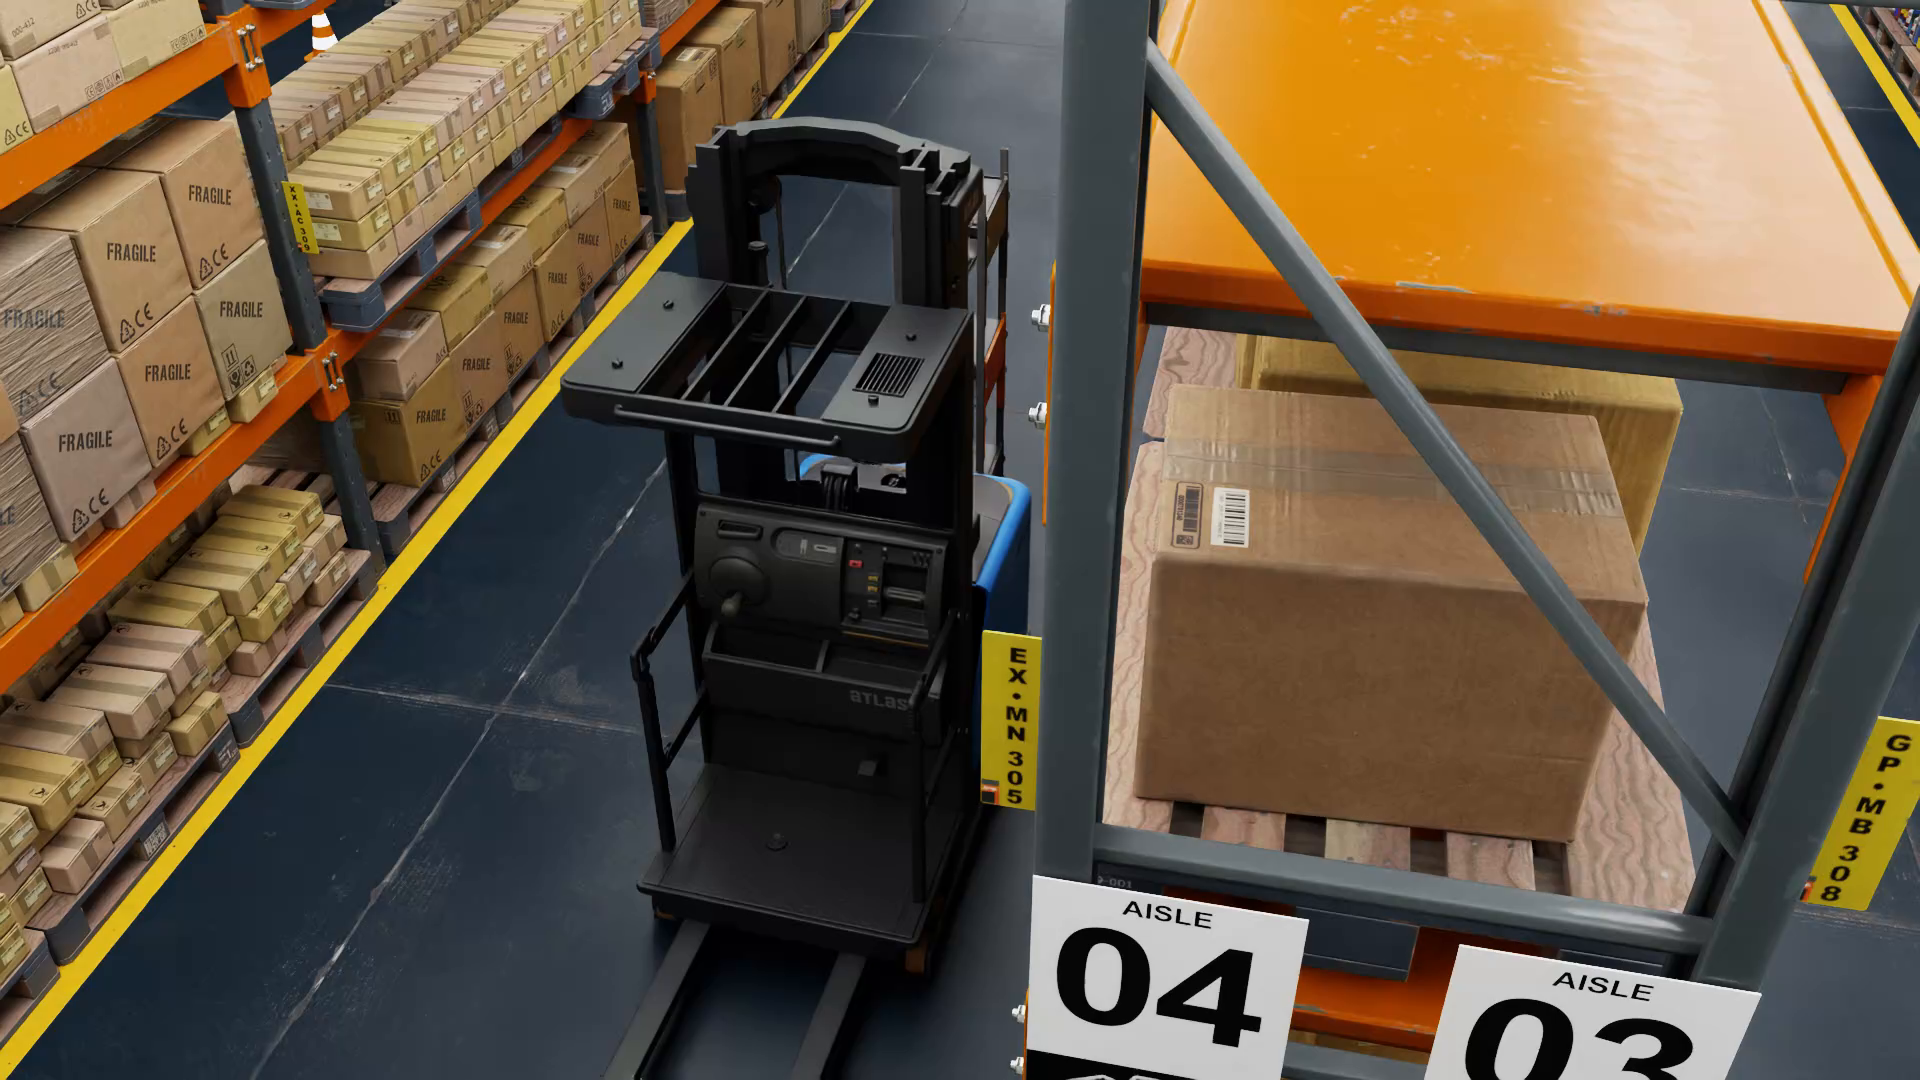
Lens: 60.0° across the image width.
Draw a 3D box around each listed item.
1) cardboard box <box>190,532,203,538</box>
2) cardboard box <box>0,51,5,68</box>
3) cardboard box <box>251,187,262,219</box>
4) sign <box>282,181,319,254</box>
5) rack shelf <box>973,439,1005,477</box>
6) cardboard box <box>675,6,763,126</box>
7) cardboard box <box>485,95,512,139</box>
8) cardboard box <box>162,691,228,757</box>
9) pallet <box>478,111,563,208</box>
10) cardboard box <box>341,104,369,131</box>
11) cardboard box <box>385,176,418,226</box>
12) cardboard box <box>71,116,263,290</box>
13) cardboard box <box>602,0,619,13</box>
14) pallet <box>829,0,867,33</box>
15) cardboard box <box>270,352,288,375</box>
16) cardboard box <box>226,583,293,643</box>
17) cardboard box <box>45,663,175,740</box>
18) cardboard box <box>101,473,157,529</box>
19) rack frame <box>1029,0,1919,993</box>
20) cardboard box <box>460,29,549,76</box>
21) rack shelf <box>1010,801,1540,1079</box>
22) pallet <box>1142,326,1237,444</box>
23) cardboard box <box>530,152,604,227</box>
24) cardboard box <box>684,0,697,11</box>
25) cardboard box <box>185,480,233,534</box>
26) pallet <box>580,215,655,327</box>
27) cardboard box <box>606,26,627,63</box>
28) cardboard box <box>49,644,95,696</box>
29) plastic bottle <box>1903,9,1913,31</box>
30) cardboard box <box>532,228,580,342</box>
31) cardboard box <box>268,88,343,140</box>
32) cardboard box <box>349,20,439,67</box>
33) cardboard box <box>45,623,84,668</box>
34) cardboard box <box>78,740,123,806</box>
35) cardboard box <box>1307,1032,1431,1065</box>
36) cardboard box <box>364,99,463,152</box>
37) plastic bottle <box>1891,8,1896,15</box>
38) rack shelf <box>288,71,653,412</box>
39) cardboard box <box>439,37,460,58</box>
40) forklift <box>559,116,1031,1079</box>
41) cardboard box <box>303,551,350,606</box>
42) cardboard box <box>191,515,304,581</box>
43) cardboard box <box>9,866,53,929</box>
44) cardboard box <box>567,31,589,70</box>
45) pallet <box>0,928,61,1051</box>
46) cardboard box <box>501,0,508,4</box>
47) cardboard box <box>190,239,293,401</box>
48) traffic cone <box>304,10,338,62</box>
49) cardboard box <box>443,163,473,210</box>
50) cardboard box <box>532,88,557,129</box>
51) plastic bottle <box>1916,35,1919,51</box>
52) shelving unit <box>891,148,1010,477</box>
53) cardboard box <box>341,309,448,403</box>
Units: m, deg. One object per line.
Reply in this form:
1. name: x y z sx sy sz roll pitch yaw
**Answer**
1. cardboard box: -3.753 -0.063 7.868 0.380 0.149 0.250 9 37 12
2. cardboard box: -3.442 -1.558 5.259 0.500 0.250 0.500 9 37 12
3. cardboard box: -3.471 -1.536 7.686 0.380 0.149 0.250 8 37 11
4. sign: -2.831 -1.381 7.132 0.100 0.325 0.005 7 37 10
5. rack shelf: -0.035 -0.177 8.192 0.431 0.518 0.480 7 37 10
6. cardboard box: -2.107 -3.486 12.333 1.050 0.750 0.750 8 37 11
7. cardboard box: -2.554 -2.204 8.608 0.380 0.149 0.250 7 36 9
8. cardboard box: -3.335 0.751 6.999 0.380 0.149 0.250 7 37 10
9. pallet: -2.891 -2.170 9.121 1.003 0.211 1.213 7 37 10
10. cardboard box: -3.249 -2.135 8.513 0.380 0.149 0.250 6 36 8
11. cardboard box: -2.776 -1.600 7.774 0.380 0.149 0.250 7 36 9
12. cardboard box: -3.199 -1.357 6.645 0.500 0.500 0.500 6 36 8
13. cardboard box: -2.221 -3.214 9.748 0.380 0.149 0.250 7 36 9
14. pallet: -1.415 -4.978 15.208 1.003 0.211 1.213 7 37 10
15. cardboard box: -3.195 -0.799 7.281 0.380 0.149 0.250 7 37 9
16. cardboard box: -3.205 0.303 7.364 0.380 0.149 0.250 6 36 8
17. cardboard box: -3.391 0.643 6.642 0.380 0.149 0.250 6 36 8
18. cardboard box: -3.367 -0.188 6.438 0.380 0.149 0.250 6 36 8
19. rack frame: 0.607 -0.550 1.611 1.000 3.000 0.127 7 37 10
20. cardboard box: -2.444 -2.617 8.924 0.380 0.149 0.250 9 37 12
21. rack shelf: 1.034 -0.191 4.285 1.077 0.370 4.000 7 37 10
22. pallet: 1.013 -0.428 4.074 1.003 0.211 1.213 7 37 10
23. cardboard box: -2.495 -2.133 10.040 0.500 0.250 0.500 8 37 11
24. cardboard box: -2.043 -3.943 11.320 0.500 0.500 0.500 7 37 10
25. cardboard box: -3.639 -0.179 7.776 0.380 0.149 0.250 9 37 12
26. pallet: -2.677 -1.810 10.838 1.003 0.211 1.213 7 37 10
27. cardboard box: -2.219 -2.973 9.922 0.380 0.149 0.250 7 37 10
28. cardboard box: -3.878 0.547 7.027 0.380 0.149 0.250 9 37 12
29. plastic bottle: 8.056 -4.407 14.055 0.097 0.201 0.097 0 36 0
30. cardboard box: -2.605 -1.533 9.851 0.500 0.500 0.500 6 36 8
31. cardboard box: -3.298 -2.110 8.225 0.380 0.149 0.250 7 37 10
32. cardboard box: -3.075 -2.702 9.042 0.380 0.149 0.250 8 37 11
33. cardboard box: -3.929 0.411 6.962 0.380 0.149 0.250 8 37 11
34. cardboard box: -3.565 0.882 6.566 0.380 0.149 0.250 9 37 12
35. cardboard box: 1.080 0.987 3.837 0.500 0.500 0.500 6 36 9
36. cardboard box: -2.663 -2.022 8.103 0.380 0.149 0.250 7 36 9
37. plastic bottle: 8.149 -4.659 14.401 0.097 0.201 0.097 0 36 0
38. rack shelf: -2.936 -1.949 9.267 1.077 0.370 4.000 7 37 10
39. cardboard box: -3.025 -2.728 9.330 0.380 0.149 0.250 7 37 10
40. forklift: -0.557 0.192 5.758 1.130 2.935 3.031 9 37 12
41. cardboard box: -3.114 0.158 7.818 0.380 0.149 0.250 8 37 11
42. cardboard box: -3.200 0.037 7.477 0.380 0.149 0.250 8 37 11
43. cardboard box: -3.647 1.329 6.202 0.380 0.149 0.250 7 37 10
44. cardboard box: -2.332 -2.788 9.414 0.380 0.149 0.250 7 37 10
45. pallet: -3.993 1.823 5.825 1.003 0.211 1.213 7 37 10
46. cardboard box: -2.851 -3.301 9.869 0.380 0.149 0.250 6 36 9
47. cardboard box: -3.190 -0.942 6.926 0.500 0.500 0.500 7 37 10
48. traffic cone: -5.409 -4.329 14.099 0.336 0.463 0.334 7 37 10
49. cardboard box: -2.664 -1.777 8.272 0.380 0.149 0.250 8 37 10
50. cardboard box: -2.444 -2.381 9.105 0.380 0.149 0.250 8 37 11
51. plastic bottle: 7.975 -4.186 13.622 0.144 0.351 0.185 7 37 10
52. shelving unit: -0.035 -0.755 7.773 0.431 2.100 0.503 7 37 10
53. cardboard box: -2.947 -0.946 8.403 0.500 0.250 0.500 6 36 8
